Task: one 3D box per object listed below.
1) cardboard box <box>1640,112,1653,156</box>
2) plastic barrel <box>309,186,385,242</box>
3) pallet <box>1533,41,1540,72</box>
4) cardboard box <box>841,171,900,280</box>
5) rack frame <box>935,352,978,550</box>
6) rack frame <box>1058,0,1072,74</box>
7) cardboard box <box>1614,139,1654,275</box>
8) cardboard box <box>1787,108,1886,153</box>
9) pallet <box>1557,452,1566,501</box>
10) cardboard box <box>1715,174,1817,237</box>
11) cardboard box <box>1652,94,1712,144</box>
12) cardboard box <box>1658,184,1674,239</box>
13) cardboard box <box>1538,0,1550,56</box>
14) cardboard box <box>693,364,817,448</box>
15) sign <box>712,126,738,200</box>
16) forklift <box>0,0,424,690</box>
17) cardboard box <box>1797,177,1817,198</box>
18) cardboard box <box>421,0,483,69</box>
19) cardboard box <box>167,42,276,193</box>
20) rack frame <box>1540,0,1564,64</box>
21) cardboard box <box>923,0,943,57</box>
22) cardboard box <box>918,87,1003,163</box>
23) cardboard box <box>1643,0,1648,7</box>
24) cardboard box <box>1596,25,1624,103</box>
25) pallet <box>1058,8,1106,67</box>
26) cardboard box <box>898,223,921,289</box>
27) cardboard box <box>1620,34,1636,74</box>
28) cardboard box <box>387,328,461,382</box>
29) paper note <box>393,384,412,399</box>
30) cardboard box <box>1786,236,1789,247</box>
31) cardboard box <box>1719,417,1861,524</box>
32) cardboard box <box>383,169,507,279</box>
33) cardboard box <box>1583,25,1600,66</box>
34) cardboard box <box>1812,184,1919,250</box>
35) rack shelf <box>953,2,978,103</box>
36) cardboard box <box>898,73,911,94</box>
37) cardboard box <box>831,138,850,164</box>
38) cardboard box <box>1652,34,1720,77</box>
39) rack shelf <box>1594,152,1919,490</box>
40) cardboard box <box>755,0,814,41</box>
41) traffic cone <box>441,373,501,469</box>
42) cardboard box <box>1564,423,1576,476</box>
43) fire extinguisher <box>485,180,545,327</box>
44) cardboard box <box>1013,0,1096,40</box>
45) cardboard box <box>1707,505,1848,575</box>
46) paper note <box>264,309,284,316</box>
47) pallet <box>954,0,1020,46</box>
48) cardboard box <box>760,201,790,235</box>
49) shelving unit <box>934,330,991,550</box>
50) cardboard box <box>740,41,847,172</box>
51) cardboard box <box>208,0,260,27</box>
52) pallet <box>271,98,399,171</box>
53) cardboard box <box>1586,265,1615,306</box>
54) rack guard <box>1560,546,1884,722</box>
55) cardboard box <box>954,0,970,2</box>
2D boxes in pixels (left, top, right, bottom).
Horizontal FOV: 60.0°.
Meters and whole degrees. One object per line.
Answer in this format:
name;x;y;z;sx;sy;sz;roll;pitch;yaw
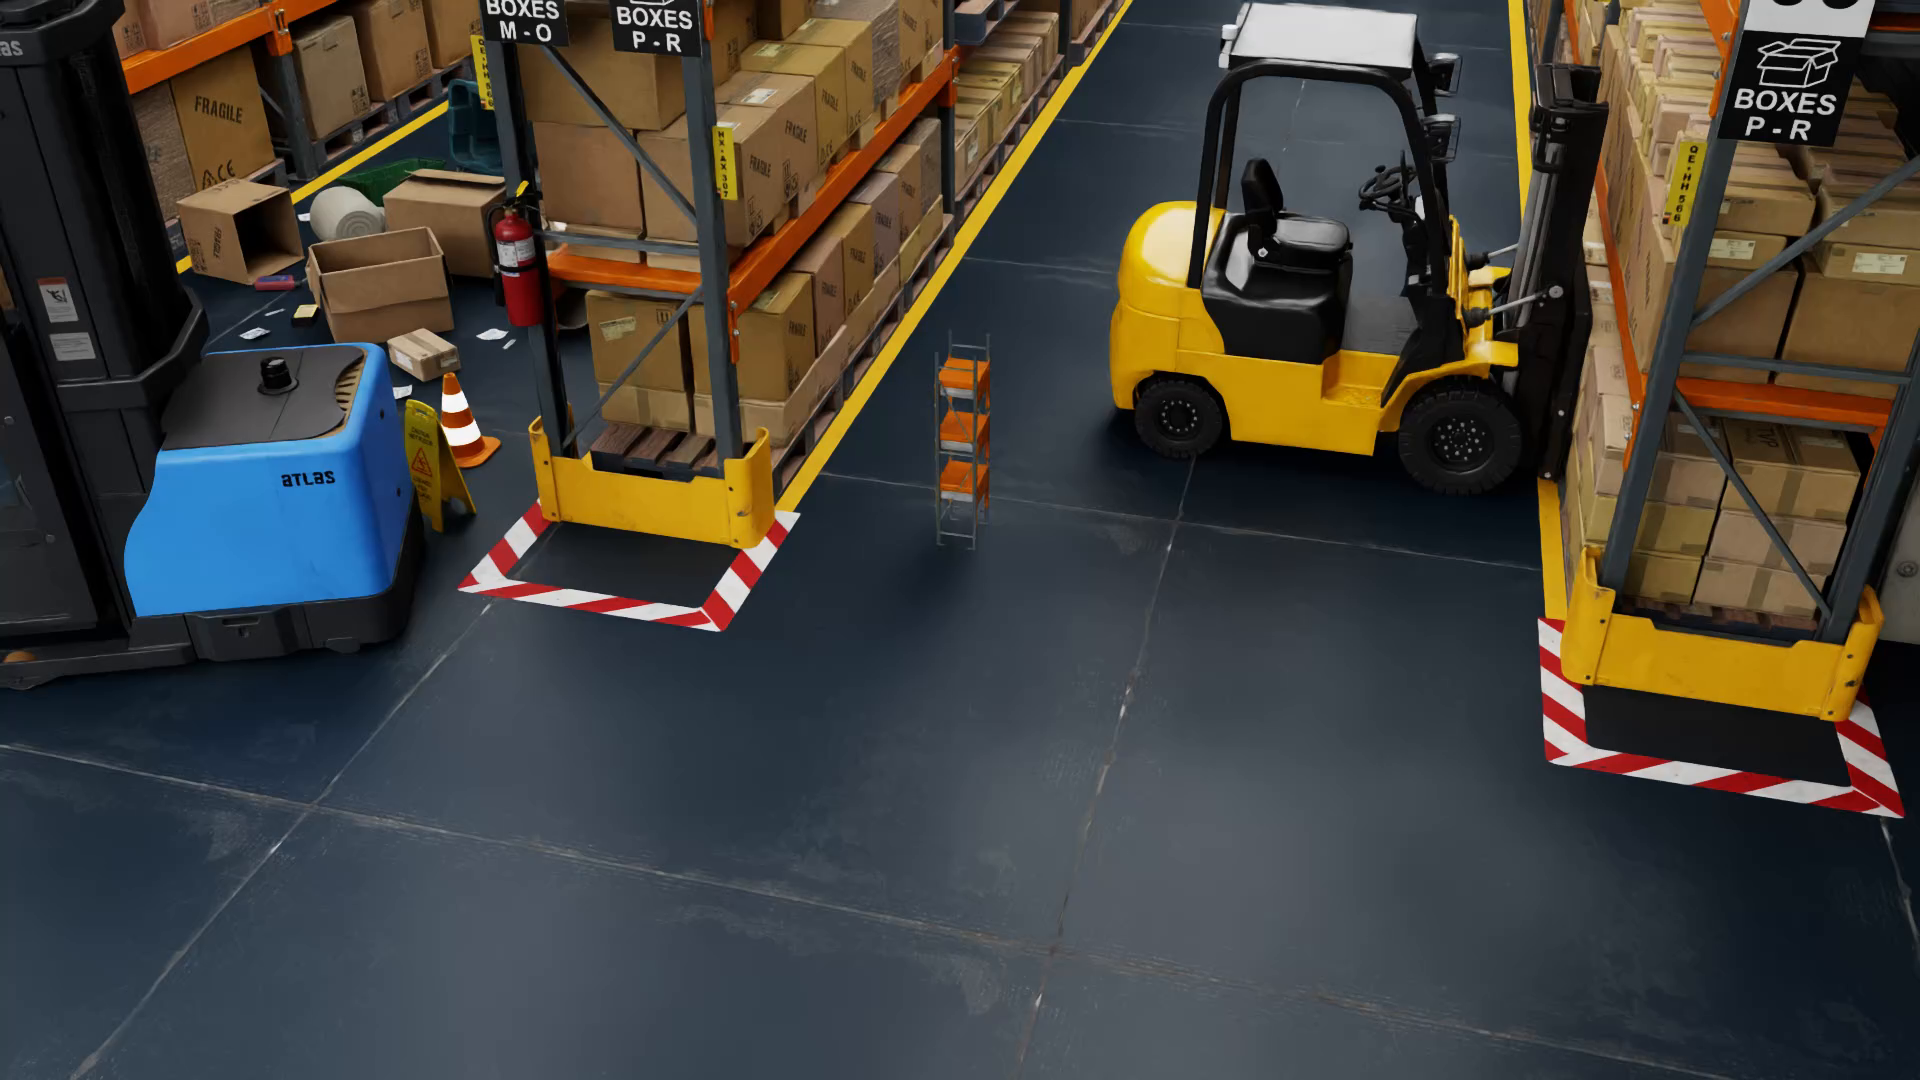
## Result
cardboard box;3.372;-1.873;7.703;0.380;0.149;0.250;8;33;13
plastic barrel;-4.151;-2.156;11.247;0.421;0.421;0.512;-21;38;-29
pallet;5.510;-4.027;14.388;1.003;0.211;1.213;8;33;12
cardboard box;-0.680;-1.880;9.884;0.500;0.500;0.500;10;34;15
rack frame;-0.017;-0.408;7.912;0.200;1.050;0.008;8;33;12
rack frame;0.481;-5.495;14.098;1.000;3.000;0.127;8;33;12
cardboard box;3.395;-1.537;7.779;0.500;0.500;0.500;7;33;11
cardboard box;3.817;-1.793;7.300;0.380;0.149;0.250;9;34;14
pallet;3.718;-0.527;8.882;1.003;0.211;1.213;8;33;12
cardboard box;3.140;-1.326;6.565;0.380;0.149;0.250;8;33;12
cardboard box;3.307;-1.867;7.416;0.380;0.149;0.250;9;33;14
cardboard box;3.106;-1.341;6.865;0.380;0.149;0.250;9;33;13
cardboard box;5.320;-4.451;14.394;0.500;0.500;0.500;8;33;12
cardboard box;-1.077;-0.742;8.792;0.500;0.250;0.500;8;33;12
sign;-1.024;-1.635;7.220;0.100;0.325;0.005;8;33;12
forklift;-4.068;-0.875;6.894;3.031;2.935;1.130;-5;33;-8
cardboard box;3.662;-1.394;6.949;0.380;0.149;0.250;7;33;12
cardboard box;-4.792;-4.587;14.375;1.050;0.750;0.750;9;33;13
cardboard box;-5.575;-3.005;11.770;0.875;0.875;0.875;9;33;13
rack frame;5.284;-4.821;13.038;1.000;3.000;0.127;8;33;12
cardboard box;-0.406;-3.323;10.311;0.500;0.500;0.500;7;33;11
cardboard box;-0.224;-3.134;12.442;0.950;0.372;0.625;10;34;15
cardboard box;3.939;-2.912;9.059;0.380;0.149;0.250;9;33;13
cardboard box;3.903;-2.593;9.440;0.500;0.500;0.500;7;33;11
pallet;0.754;-4.717;15.474;1.003;0.211;1.213;8;33;12
cardboard box;-0.549;-1.815;10.481;0.500;0.250;0.500;7;33;11
cardboard box;3.695;-2.541;8.753;0.380;0.149;0.250;9;33;13
cardboard box;-3.170;-1.096;9.835;0.380;0.149;0.250;28;42;36
paper note;-3.234;-0.853;9.563;0.148;0.019;0.142;-3;33;-4
cardboard box;3.758;-1.205;7.256;0.500;0.500;0.500;9;34;14
cardboard box;3.558;-0.333;7.217;0.500;0.250;0.500;8;33;12
cardboard box;-3.323;-2.090;10.943;0.797;0.637;0.503;8;33;12
cardboard box;4.143;-2.980;10.281;0.500;0.250;0.500;9;33;13
cardboard box;3.545;-1.257;6.456;0.380;0.149;0.250;7;33;11
rack shelf;-0.026;-4.154;12.659;1.077;0.370;4.000;8;33;12
cardboard box;-0.519;-2.850;10.172;0.380;0.149;0.250;8;33;13
cardboard box;-0.820;-2.188;9.130;0.380;0.149;0.250;7;33;11
cardboard box;3.650;-2.383;8.227;0.380;0.149;0.250;8;33;12
rack shelf;3.761;-1.404;8.334;1.077;0.370;4.000;8;33;12
cardboard box;-1.204;-3.009;8.884;0.700;0.500;0.500;8;33;12
traffic cone;-2.687;-0.672;8.876;0.336;0.463;0.334;8;33;12
cardboard box;3.338;-0.489;8.395;0.500;0.250;0.500;8;33;13
fire extinguisher;-2.024;-1.315;7.594;0.296;0.674;0.183;8;33;12
cardboard box;0.737;-5.123;15.102;0.875;0.875;0.875;8;33;12
cardboard box;3.574;-0.114;7.338;0.500;0.250;0.500;9;33;13
paper note;-4.328;-1.439;10.504;0.032;0.001;0.123;28;42;36
pallet;-0.199;-3.715;11.477;1.003;0.211;1.213;8;33;12
cardboard box;-1.066;-1.646;8.277;0.380;0.149;0.250;7;33;11
shelving unit;0.014;-0.471;8.012;0.215;1.050;0.252;8;33;12
cardboard box;-0.904;-2.254;8.628;0.500;0.500;0.500;7;33;11
cardboard box;-5.429;-3.911;11.467;0.875;0.550;0.550;8;33;12
pallet;-5.224;-3.275;13.205;1.003;0.211;1.213;8;33;12
cardboard box;3.447;-1.181;8.552;0.500;0.250;0.500;7;33;11
rack guard;3.247;0.397;7.159;1.175;0.500;0.348;8;33;12
cardboard box;-0.088;-3.735;11.171;0.380;0.149;0.250;8;33;13
